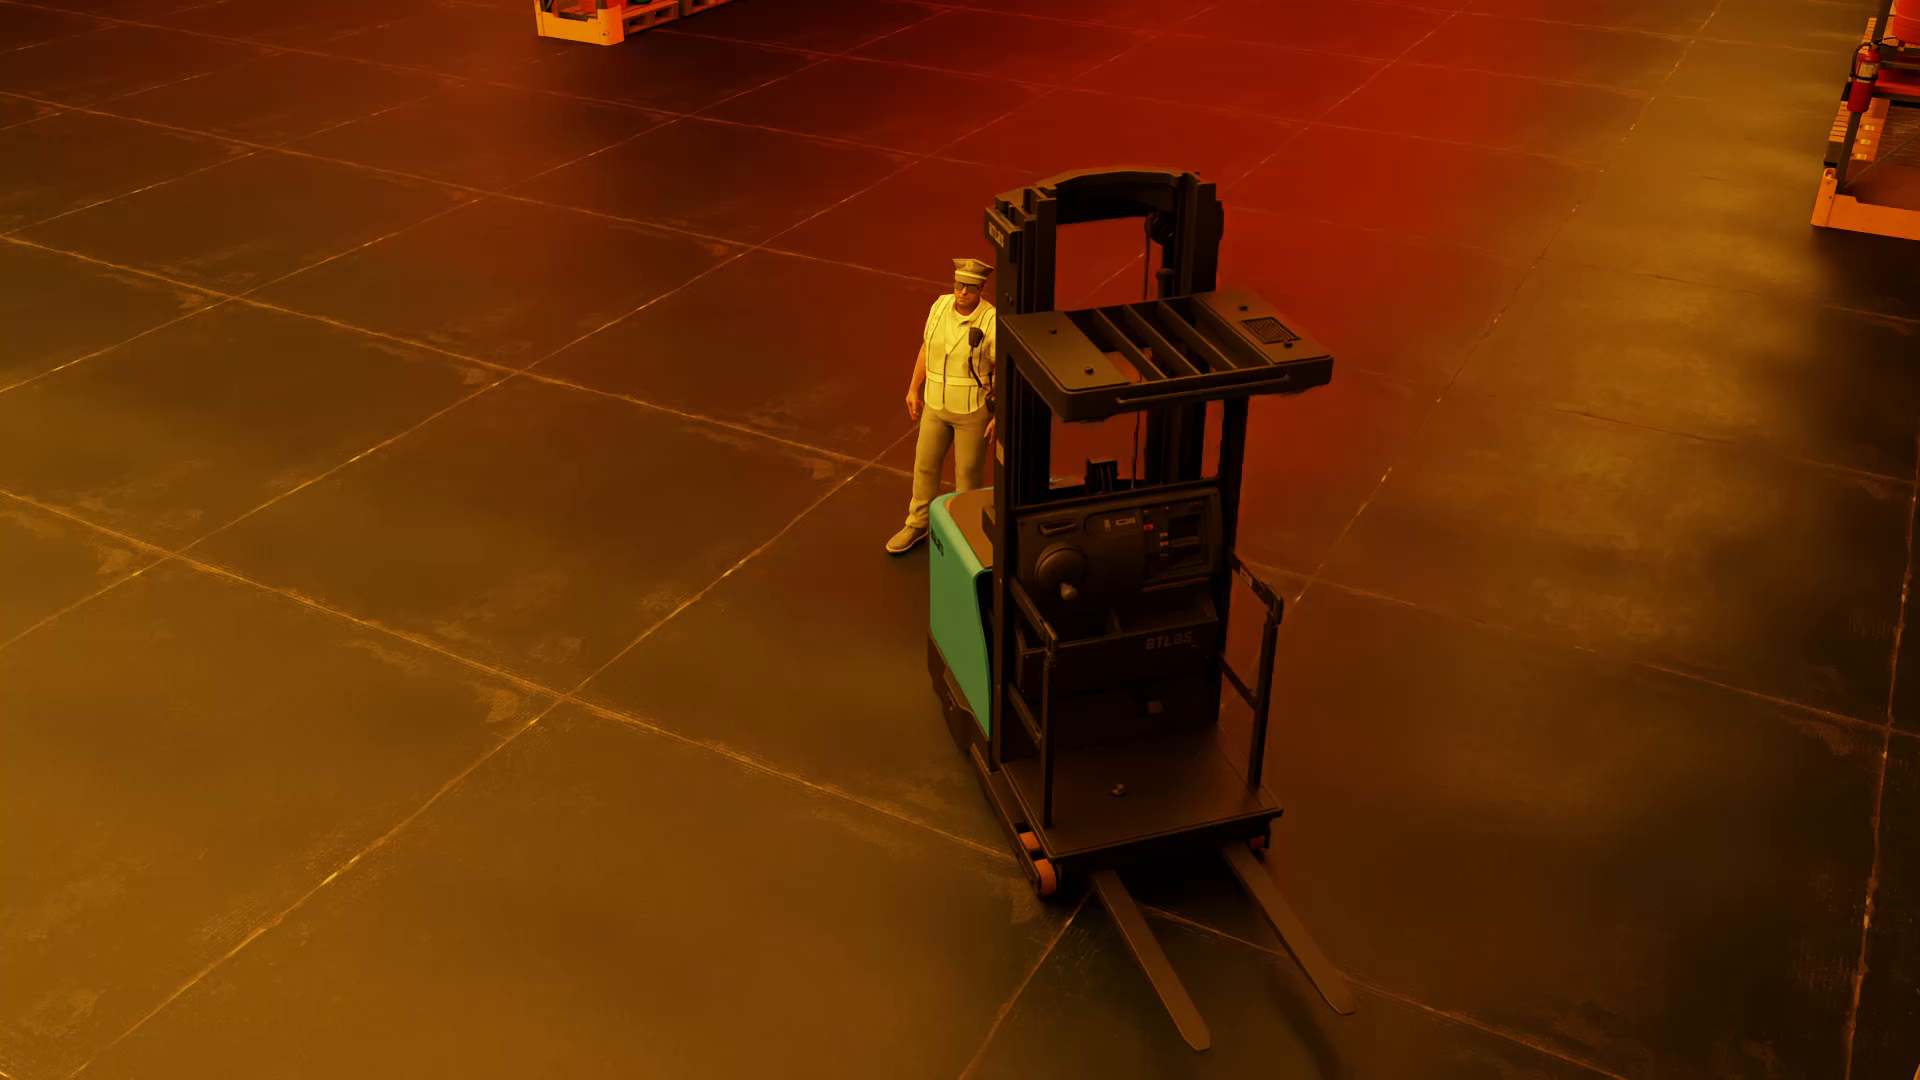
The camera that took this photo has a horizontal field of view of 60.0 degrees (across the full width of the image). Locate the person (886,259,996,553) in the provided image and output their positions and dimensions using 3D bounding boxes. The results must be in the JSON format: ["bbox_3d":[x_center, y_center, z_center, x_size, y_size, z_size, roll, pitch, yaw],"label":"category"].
[{"bbox_3d":[-0.048,-0.747,9.499,0.642,1.782,0.573,15,33,25],"label":"person"}]

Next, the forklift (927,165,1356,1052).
[{"bbox_3d":[0.757,0.070,6.950,1.130,2.935,3.031,-9,31,-15],"label":"forklift"}]
